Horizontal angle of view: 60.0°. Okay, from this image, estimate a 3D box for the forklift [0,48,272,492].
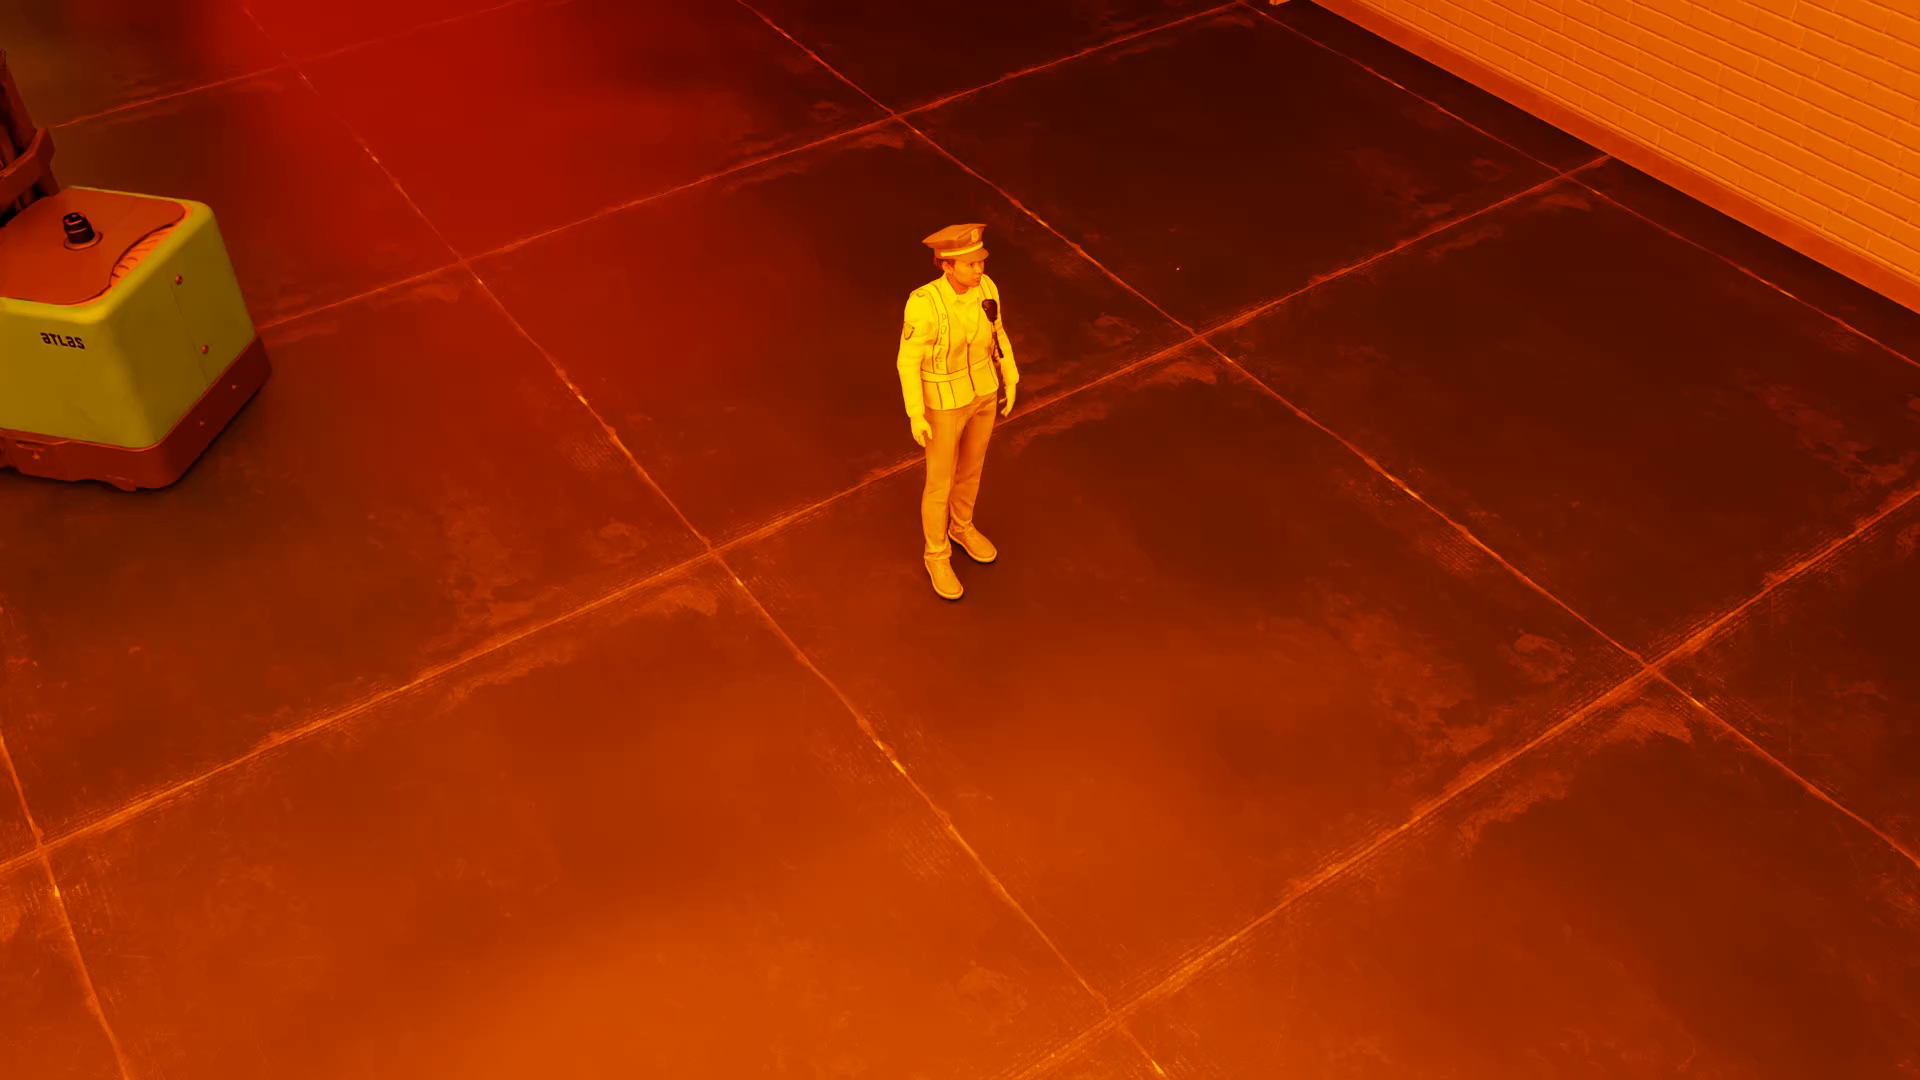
[{"bbox_3d":[-5.185,-1.831,7.702,3.031,2.935,1.130,9,43,9],"label":"forklift"}]

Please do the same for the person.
[{"bbox_3d":[0.034,-0.588,7.255,0.587,1.695,0.531,-25,48,-25],"label":"person"}]
